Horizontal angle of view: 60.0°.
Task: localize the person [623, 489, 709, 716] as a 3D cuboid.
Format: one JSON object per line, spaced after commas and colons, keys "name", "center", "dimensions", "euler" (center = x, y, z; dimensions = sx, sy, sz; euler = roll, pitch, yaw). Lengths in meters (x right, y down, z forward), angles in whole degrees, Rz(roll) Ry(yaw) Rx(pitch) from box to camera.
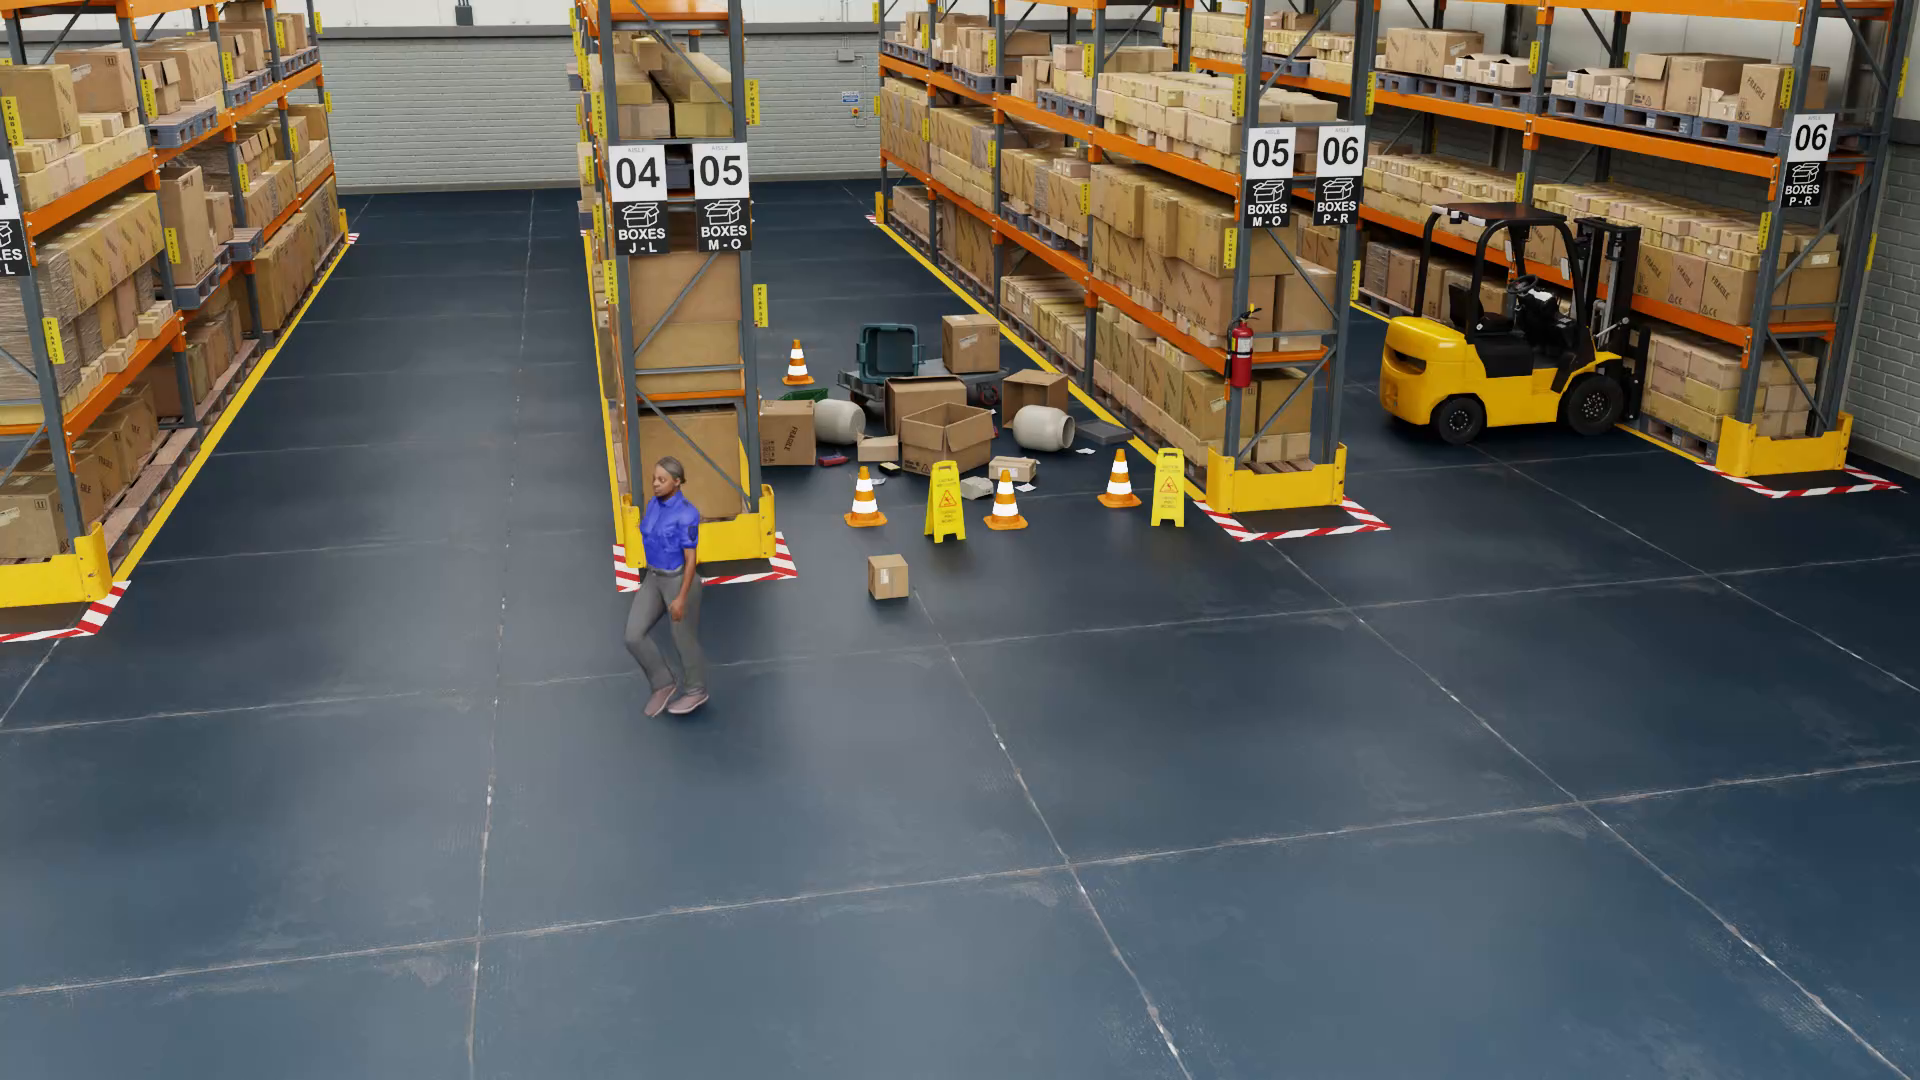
{"name": "person", "center": [-1.783, 0.425, 10.206], "dimensions": [0.443, 1.498, 0.477], "euler": [16, 25, 37]}
